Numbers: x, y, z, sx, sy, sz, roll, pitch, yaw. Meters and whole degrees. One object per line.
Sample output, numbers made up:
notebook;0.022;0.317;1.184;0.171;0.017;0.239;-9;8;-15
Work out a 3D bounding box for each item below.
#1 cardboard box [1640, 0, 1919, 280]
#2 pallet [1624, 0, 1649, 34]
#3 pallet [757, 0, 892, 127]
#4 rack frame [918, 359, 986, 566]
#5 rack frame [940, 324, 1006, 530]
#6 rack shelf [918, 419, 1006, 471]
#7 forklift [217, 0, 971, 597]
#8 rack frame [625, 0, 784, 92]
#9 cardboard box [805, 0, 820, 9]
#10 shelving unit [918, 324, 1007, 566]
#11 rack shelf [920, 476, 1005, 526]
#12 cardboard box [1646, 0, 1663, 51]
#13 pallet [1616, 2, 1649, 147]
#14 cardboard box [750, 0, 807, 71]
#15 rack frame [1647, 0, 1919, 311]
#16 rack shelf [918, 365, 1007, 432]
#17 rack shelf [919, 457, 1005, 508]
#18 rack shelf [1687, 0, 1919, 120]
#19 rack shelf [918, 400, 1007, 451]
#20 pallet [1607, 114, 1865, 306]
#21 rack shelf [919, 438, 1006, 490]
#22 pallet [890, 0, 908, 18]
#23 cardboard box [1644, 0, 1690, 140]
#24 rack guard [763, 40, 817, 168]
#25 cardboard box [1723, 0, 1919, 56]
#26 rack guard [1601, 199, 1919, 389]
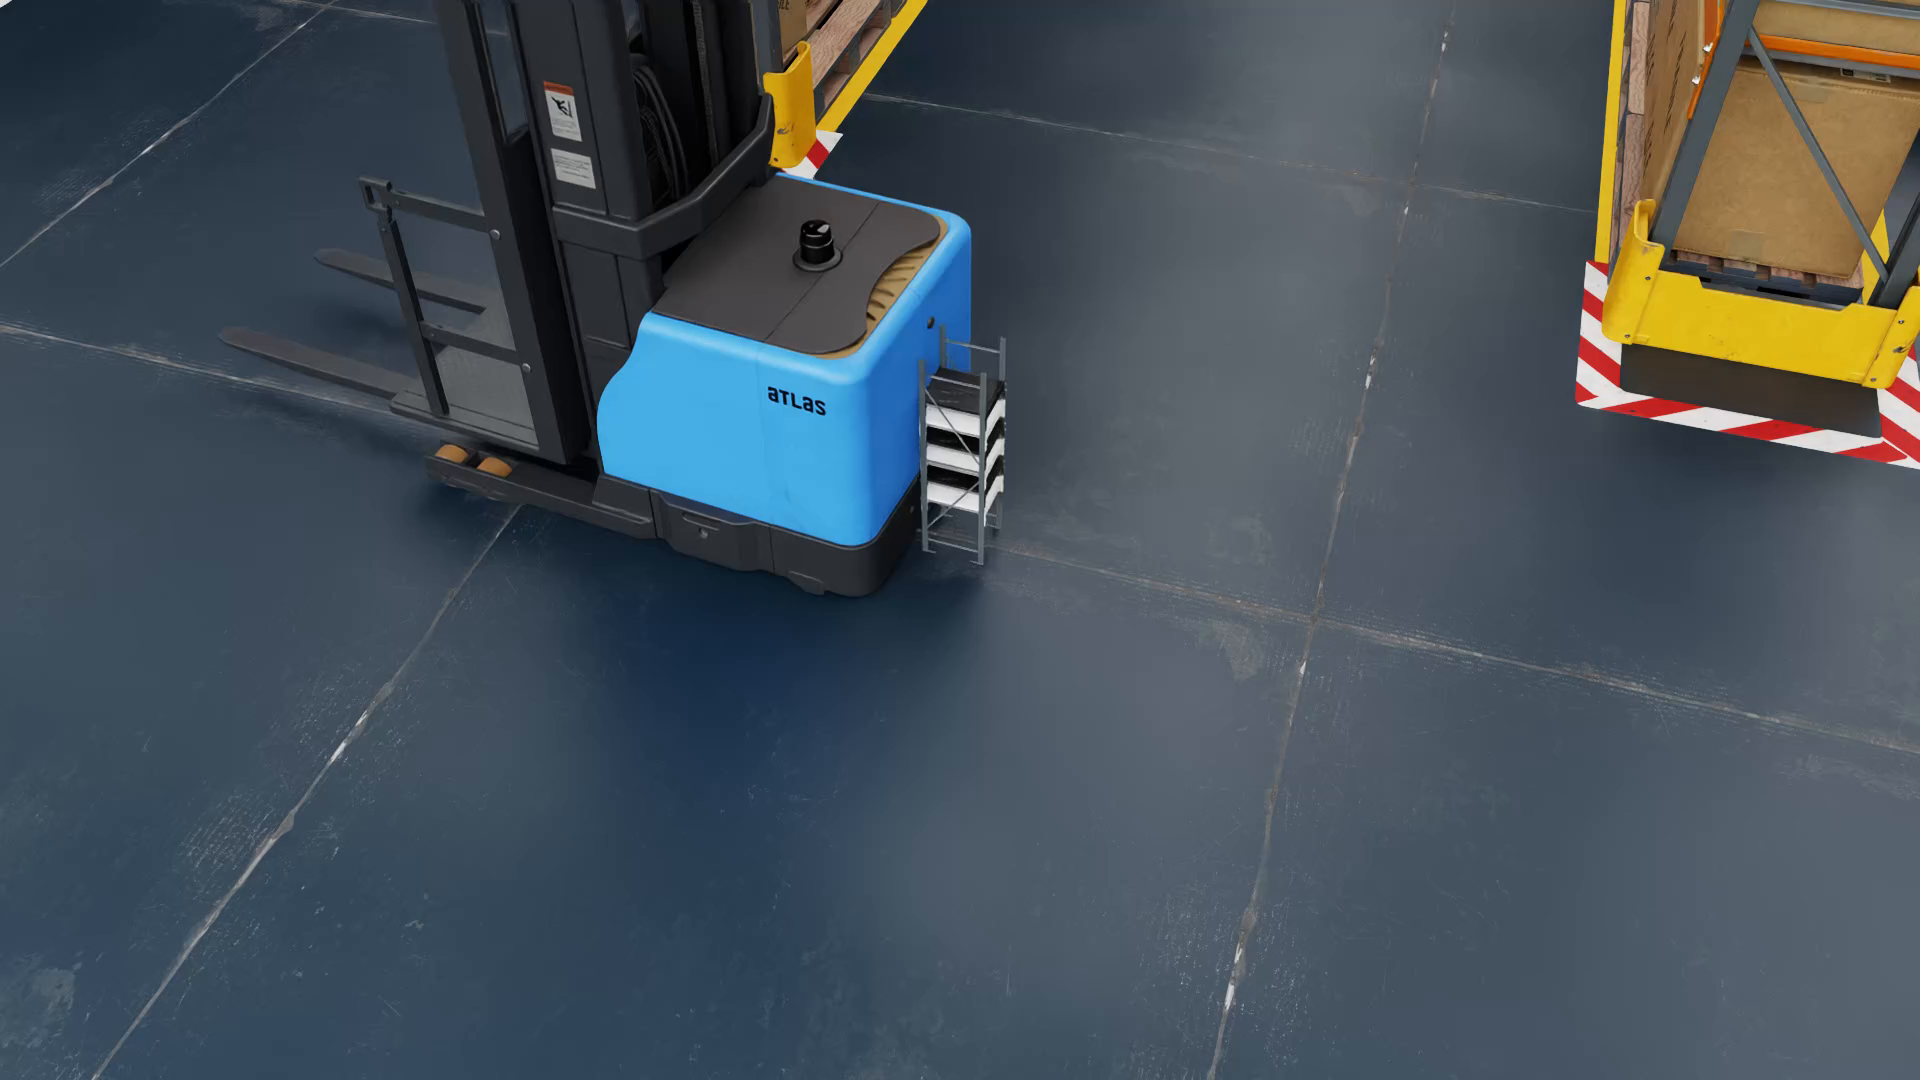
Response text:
cardboard box;3.508;-1.797;7.161;0.875;0.875;0.875;13;46;13
pallet;4.272;-3.120;9.287;1.003;0.211;1.213;13;46;13
pallet;-1.028;-2.646;8.803;1.003;0.211;1.213;13;46;13
rack frame;-0.026;-0.257;5.869;0.240;0.900;0.006;14;46;14
rack frame;0.044;-0.391;6.006;0.240;0.900;0.006;14;46;14
rack shelf;0.009;-0.365;5.898;0.258;0.077;0.200;14;46;14
forklift;-1.511;-1.521;5.709;3.031;2.935;1.130;17;47;16
rack frame;-1.331;-3.058;7.231;1.000;3.000;0.127;13;46;13
cardboard box;-0.977;-3.133;8.794;0.500;0.500;0.500;24;49;23
shelving unit;0.009;-0.324;5.938;0.258;0.900;0.210;14;46;14
rack shelf;0.009;-0.172;6.087;0.258;0.077;0.200;14;46;14
cardboard box;4.051;-2.991;8.381;0.875;0.875;0.875;13;46;13
pallet;3.905;-2.304;8.453;1.003;0.211;1.213;13;46;13
cardboard box;-1.126;-2.728;8.380;0.500;0.500;0.500;21;48;20
rack frame;3.366;-1.940;6.088;1.000;3.000;0.127;13;46;13
rack shelf;0.009;-0.493;5.772;0.258;0.077;0.200;14;46;14
rack shelf;0.009;-0.236;6.024;0.258;0.077;0.200;14;46;14
rack shelf;3.971;-3.016;7.702;1.077;0.370;4.000;13;46;13
rack shelf;0.009;-0.429;5.835;0.258;0.077;0.200;14;46;14
pallet;3.533;-1.493;7.625;1.003;0.211;1.213;13;46;13
rack shelf;0.009;-0.300;5.961;0.258;0.077;0.200;14;46;14
pallet;-0.657;-3.457;9.632;1.003;0.211;1.213;13;46;13
cardboard box;3.773;-2.384;7.760;0.875;0.875;0.875;12;46;12
rack guard;-1.308;-2.215;8.157;1.175;0.500;0.348;13;46;13
cardboard box;3.435;-2.251;6.298;0.875;0.550;0.550;13;46;13
rack guard;3.359;-1.031;6.946;1.175;0.500;0.348;13;46;13
